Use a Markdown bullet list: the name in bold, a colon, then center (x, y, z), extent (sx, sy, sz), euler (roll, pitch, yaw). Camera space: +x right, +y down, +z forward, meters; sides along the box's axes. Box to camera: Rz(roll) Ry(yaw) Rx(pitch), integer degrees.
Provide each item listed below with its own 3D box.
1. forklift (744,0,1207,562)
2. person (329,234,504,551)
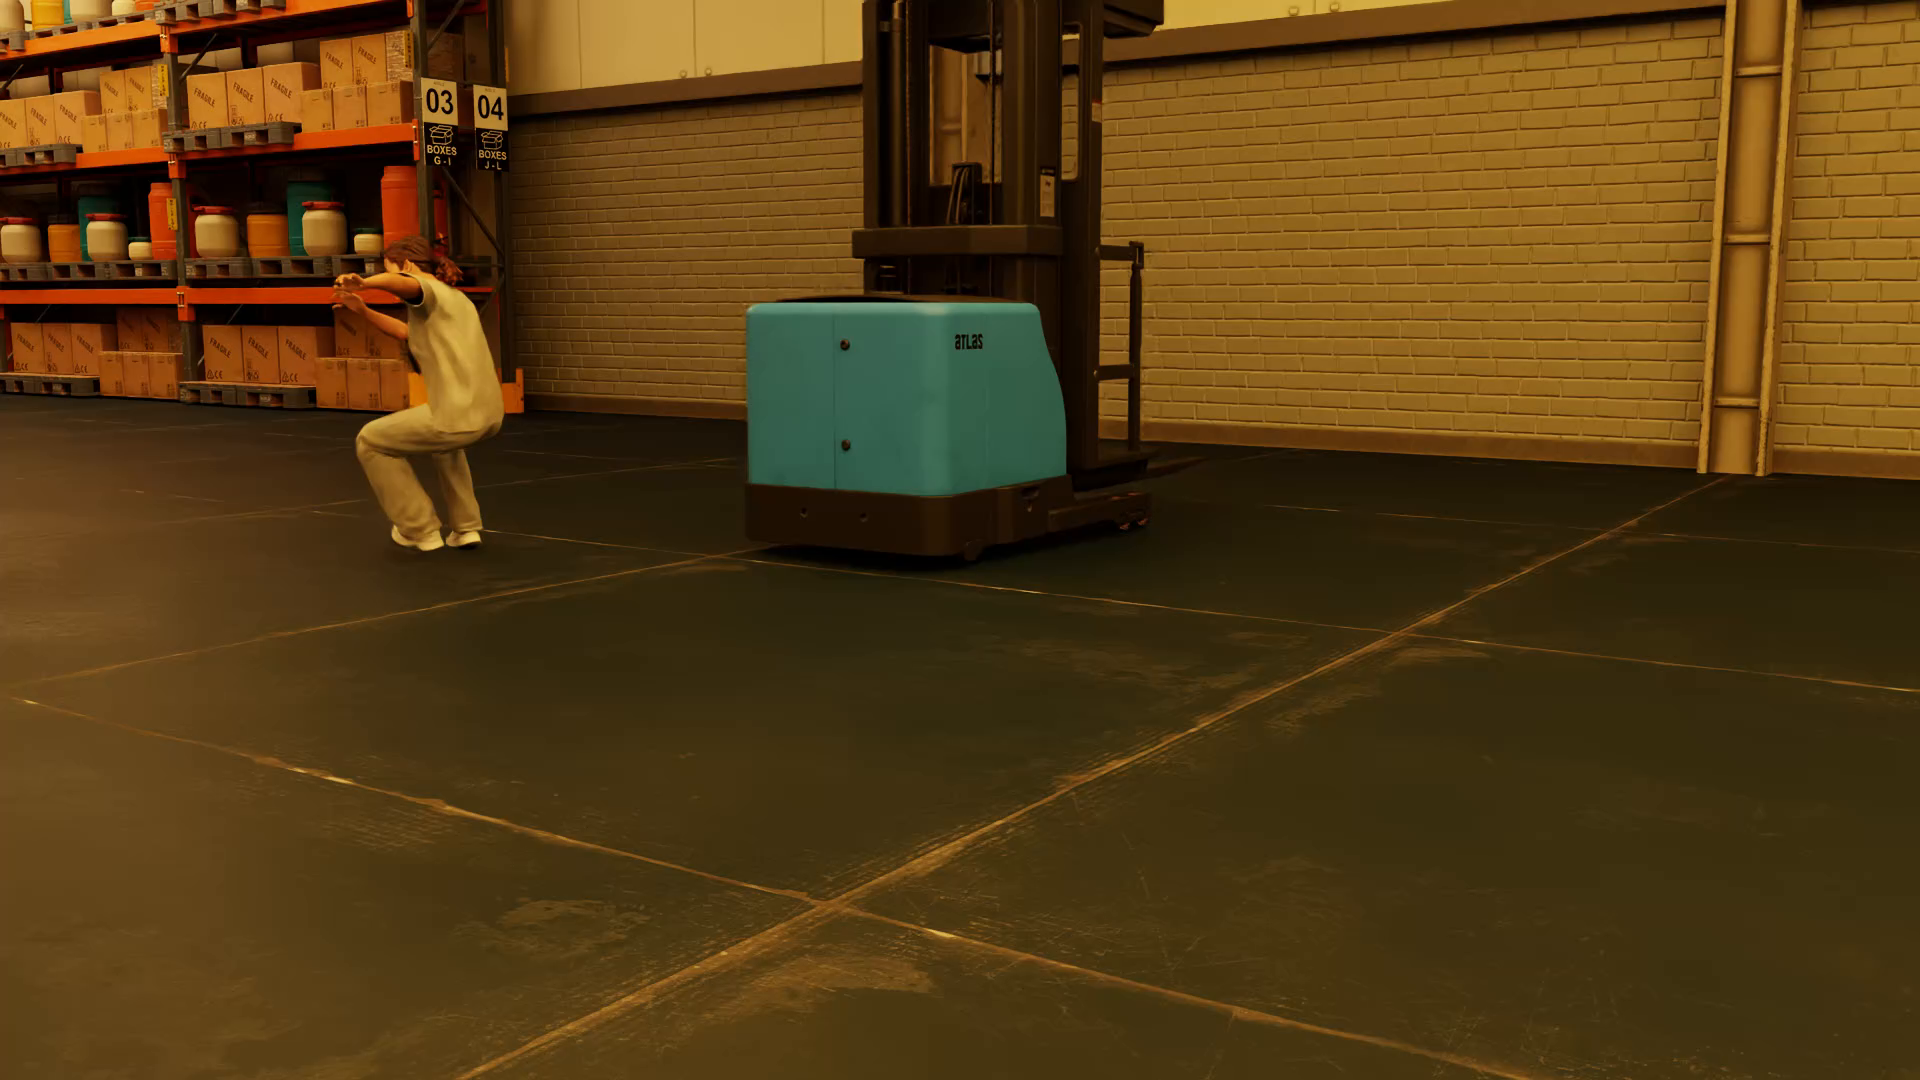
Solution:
- **forklift**: center (0.282, -1.528, 7.938), extent (1.130, 2.935, 3.031), euler (5, 10, 32)
- **person**: center (-2.233, -0.547, 6.729), extent (0.659, 1.367, 1.379), euler (2, 8, 13)
